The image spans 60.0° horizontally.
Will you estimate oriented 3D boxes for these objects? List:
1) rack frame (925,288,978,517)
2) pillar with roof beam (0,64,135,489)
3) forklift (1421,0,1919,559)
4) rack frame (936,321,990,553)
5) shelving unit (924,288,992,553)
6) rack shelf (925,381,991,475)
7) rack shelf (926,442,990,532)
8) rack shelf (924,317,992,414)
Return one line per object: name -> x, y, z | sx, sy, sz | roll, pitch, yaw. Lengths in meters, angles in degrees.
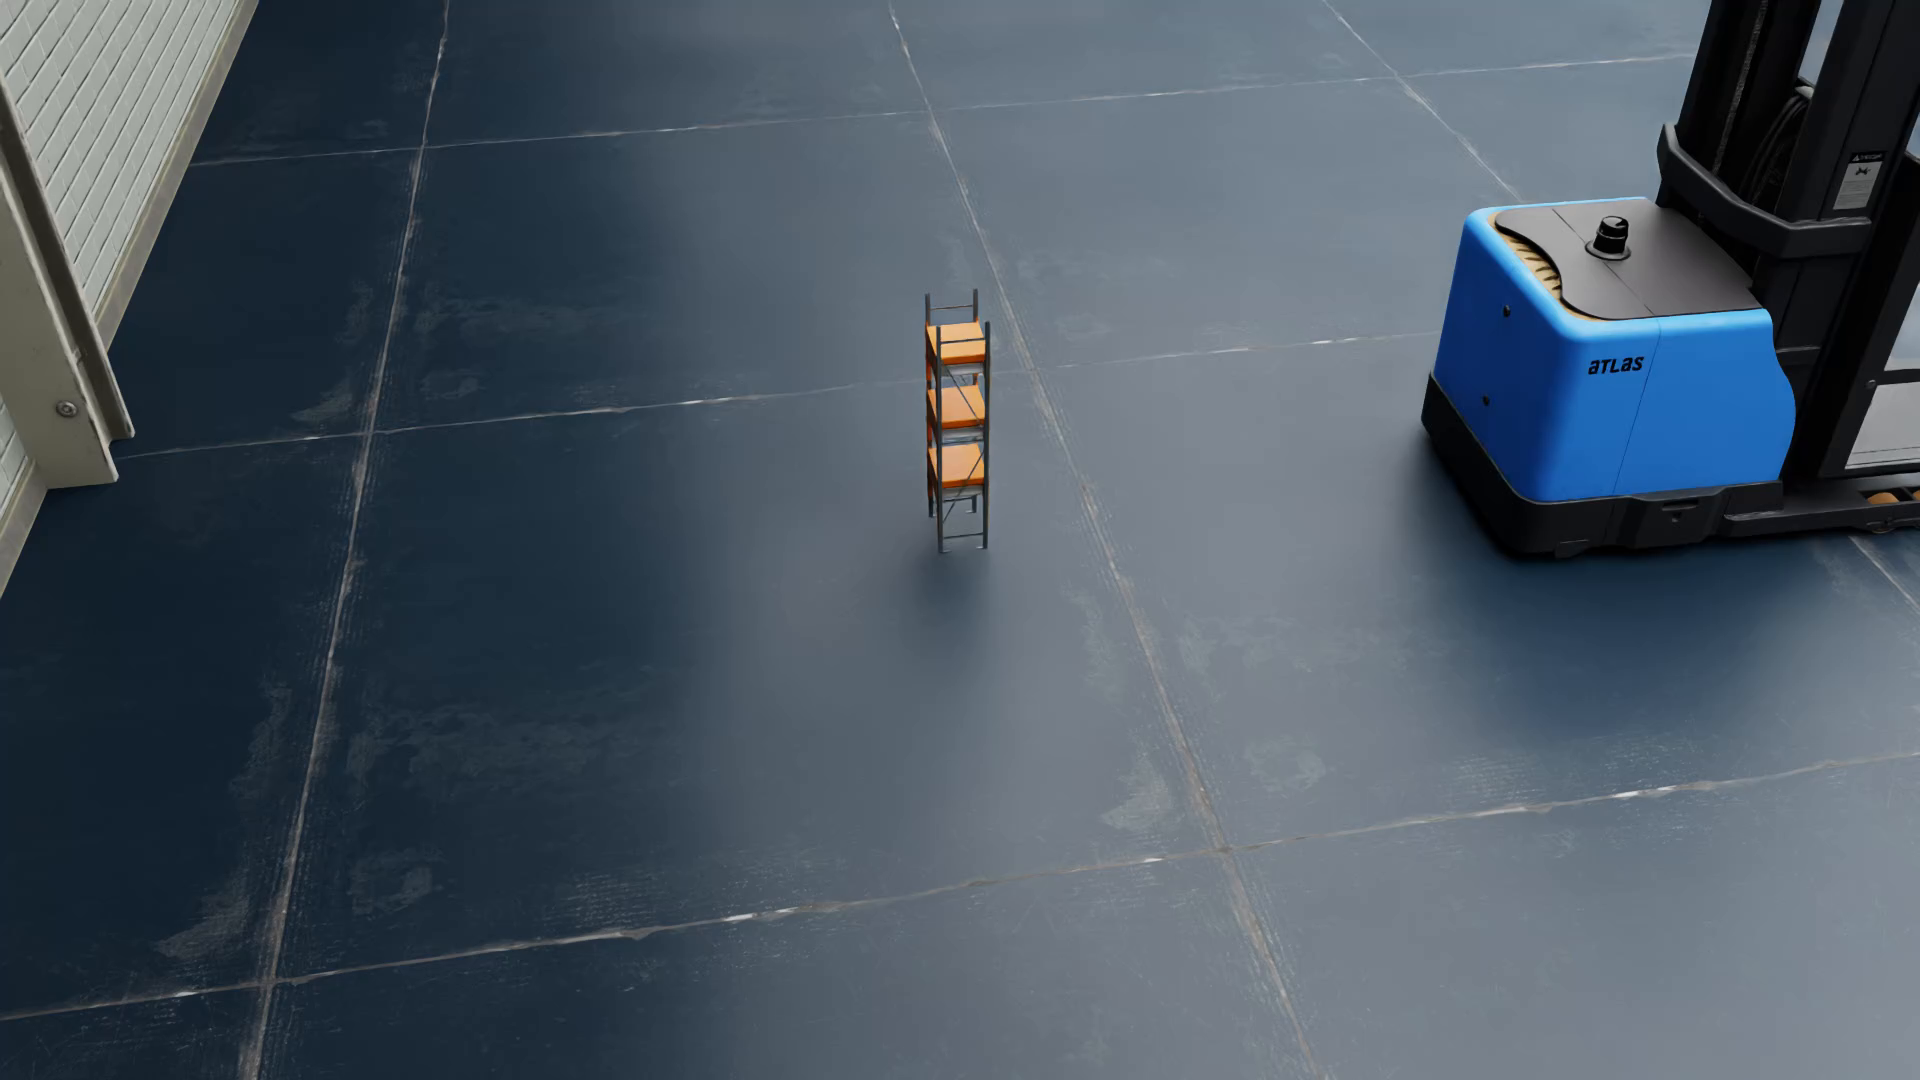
rack frame -> -0.031, -0.521, 6.564 | 0.200, 1.050, 0.008 | -6, 38, -8
pillar with roof beam -> 0.465, -4.365, 5.034 | 9.100, 9.000, 0.400 | -6, 38, -8
forklift -> 3.587, -1.501, 6.293 | 3.031, 2.935, 1.130 | -5, 38, -7
rack frame -> 0.012, -0.373, 6.375 | 0.200, 1.050, 0.008 | -6, 38, -8
shelving unit -> -0.009, -0.447, 6.470 | 0.215, 1.050, 0.252 | -6, 38, -8
rack shelf -> -0.009, -0.439, 6.476 | 0.215, 0.259, 0.240 | -6, 38, -8
rack shelf -> -0.009, -0.219, 6.647 | 0.215, 0.259, 0.240 | -6, 38, -8
rack shelf -> -0.009, -0.663, 6.302 | 0.215, 0.259, 0.240 | -6, 38, -8
